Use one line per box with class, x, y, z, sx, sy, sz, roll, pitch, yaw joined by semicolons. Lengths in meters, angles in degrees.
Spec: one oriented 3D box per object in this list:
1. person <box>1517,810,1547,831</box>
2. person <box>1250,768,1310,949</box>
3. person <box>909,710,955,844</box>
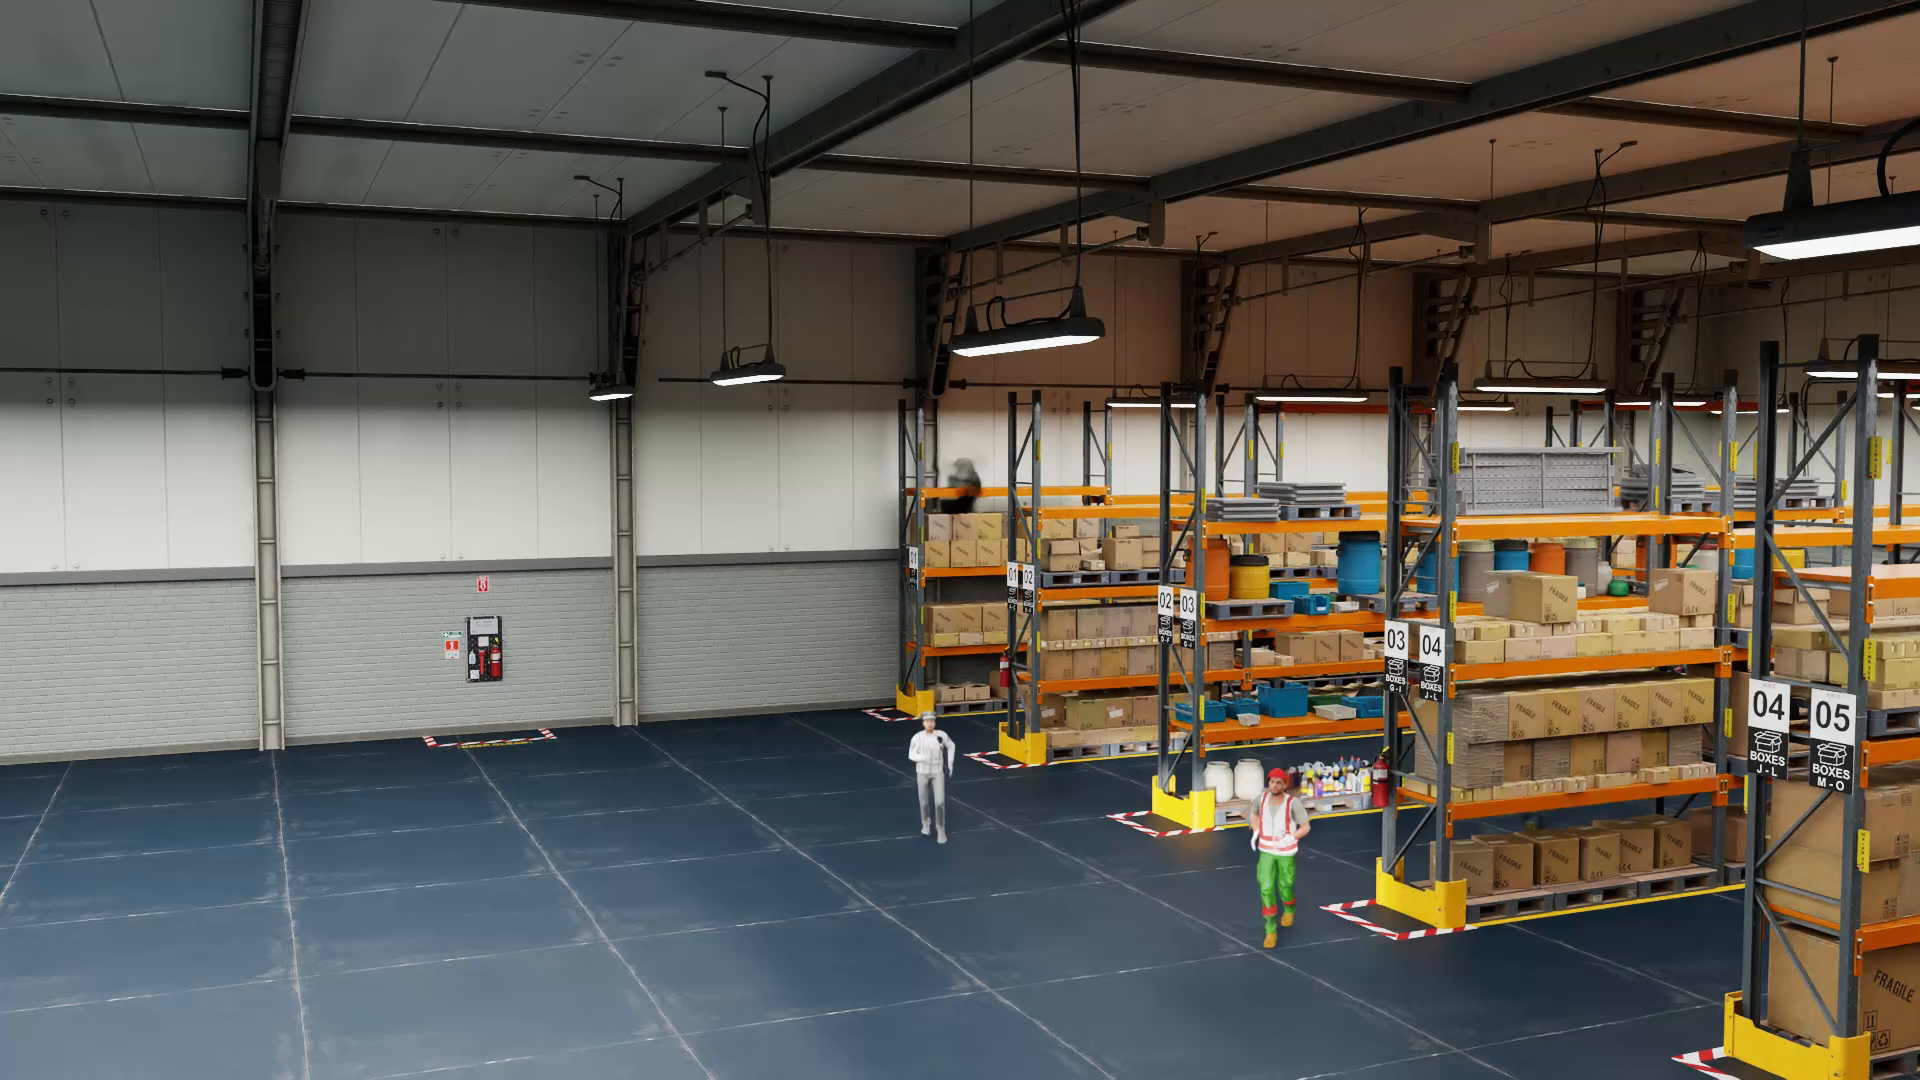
person;7.323;3.044;21.312;0.607;1.724;0.692;-2;4;-32
person;3.305;3.252;17.286;0.668;1.787;0.889;1;4;23
person;-0.365;3.067;21.554;0.594;1.752;0.720;0;3;0
